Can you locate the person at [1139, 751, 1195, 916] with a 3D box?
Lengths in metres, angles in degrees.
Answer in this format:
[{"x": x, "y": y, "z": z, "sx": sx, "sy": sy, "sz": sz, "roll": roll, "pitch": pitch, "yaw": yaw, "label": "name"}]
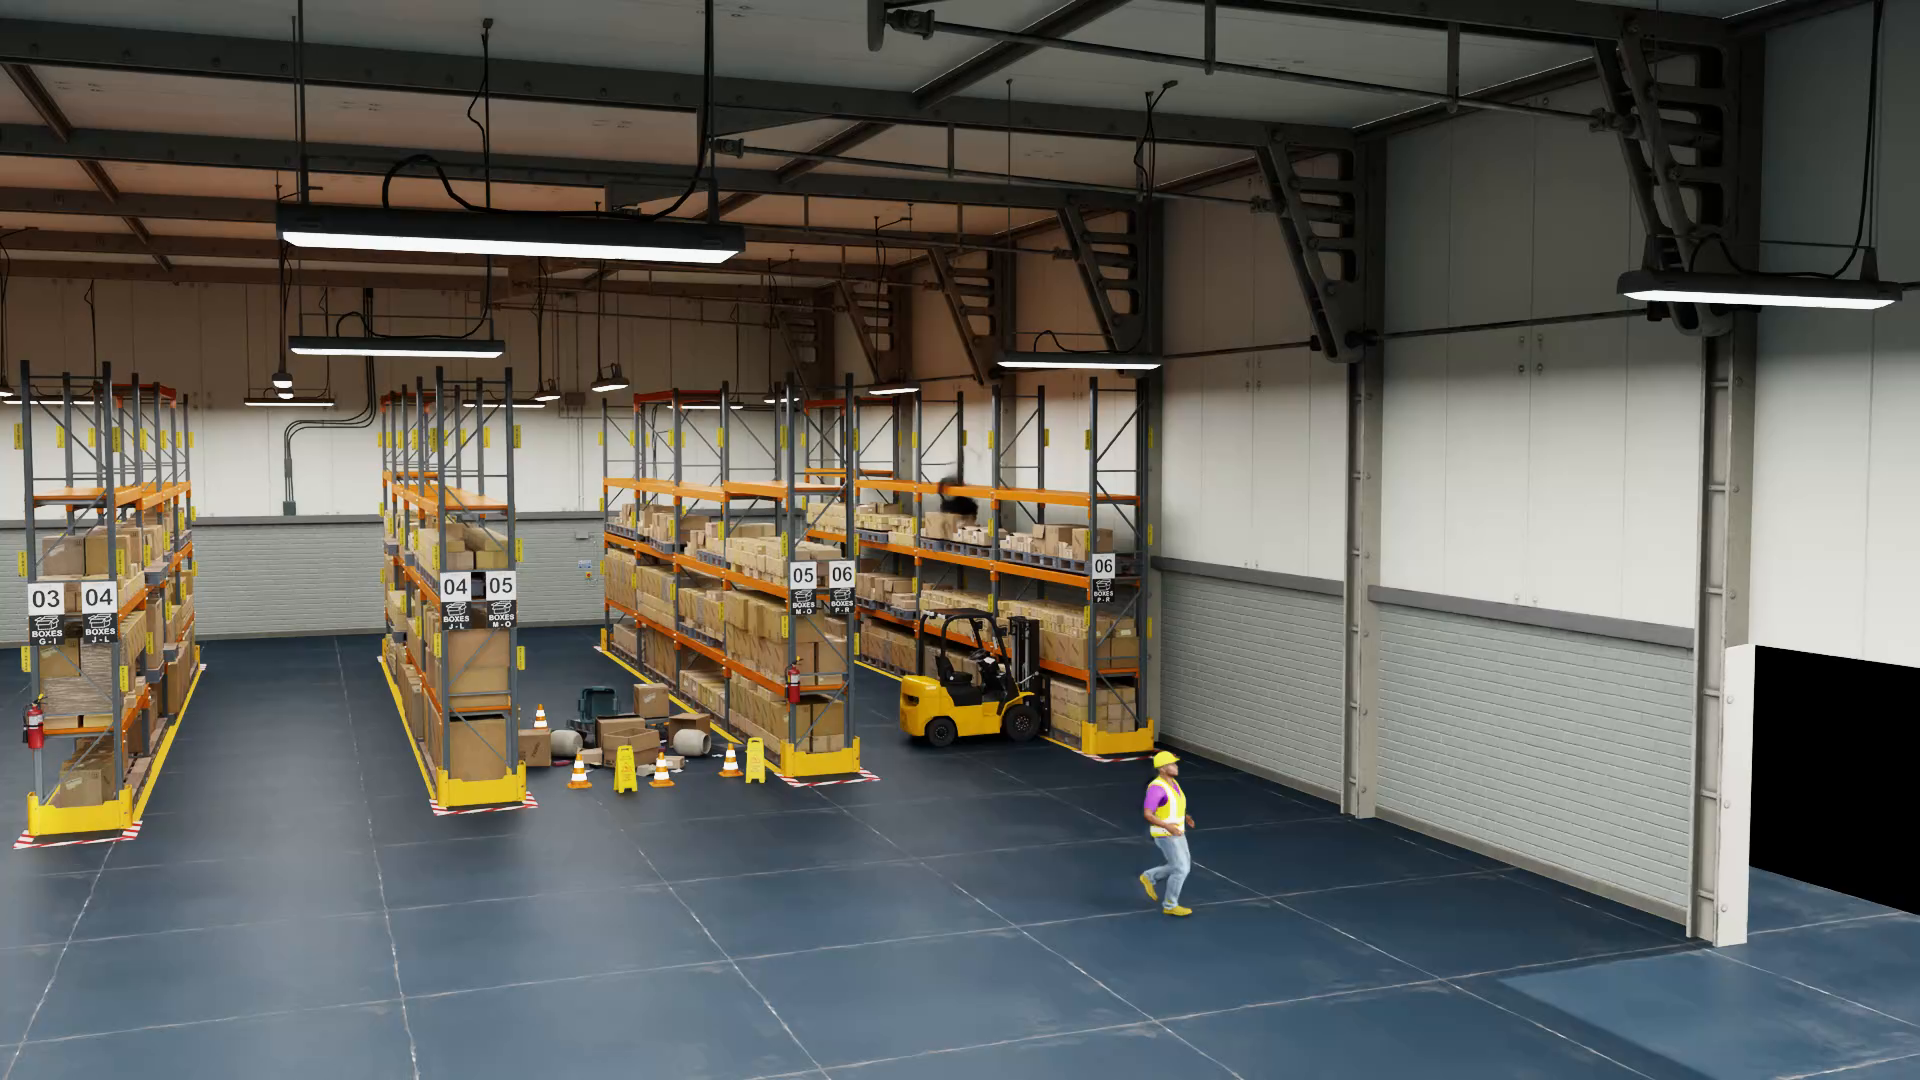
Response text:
[{"x": 2.179, "y": 3.087, "z": 17.548, "sx": 0.579, "sy": 1.717, "sz": 0.700, "roll": 2, "pitch": 4, "yaw": 28, "label": "person"}]
